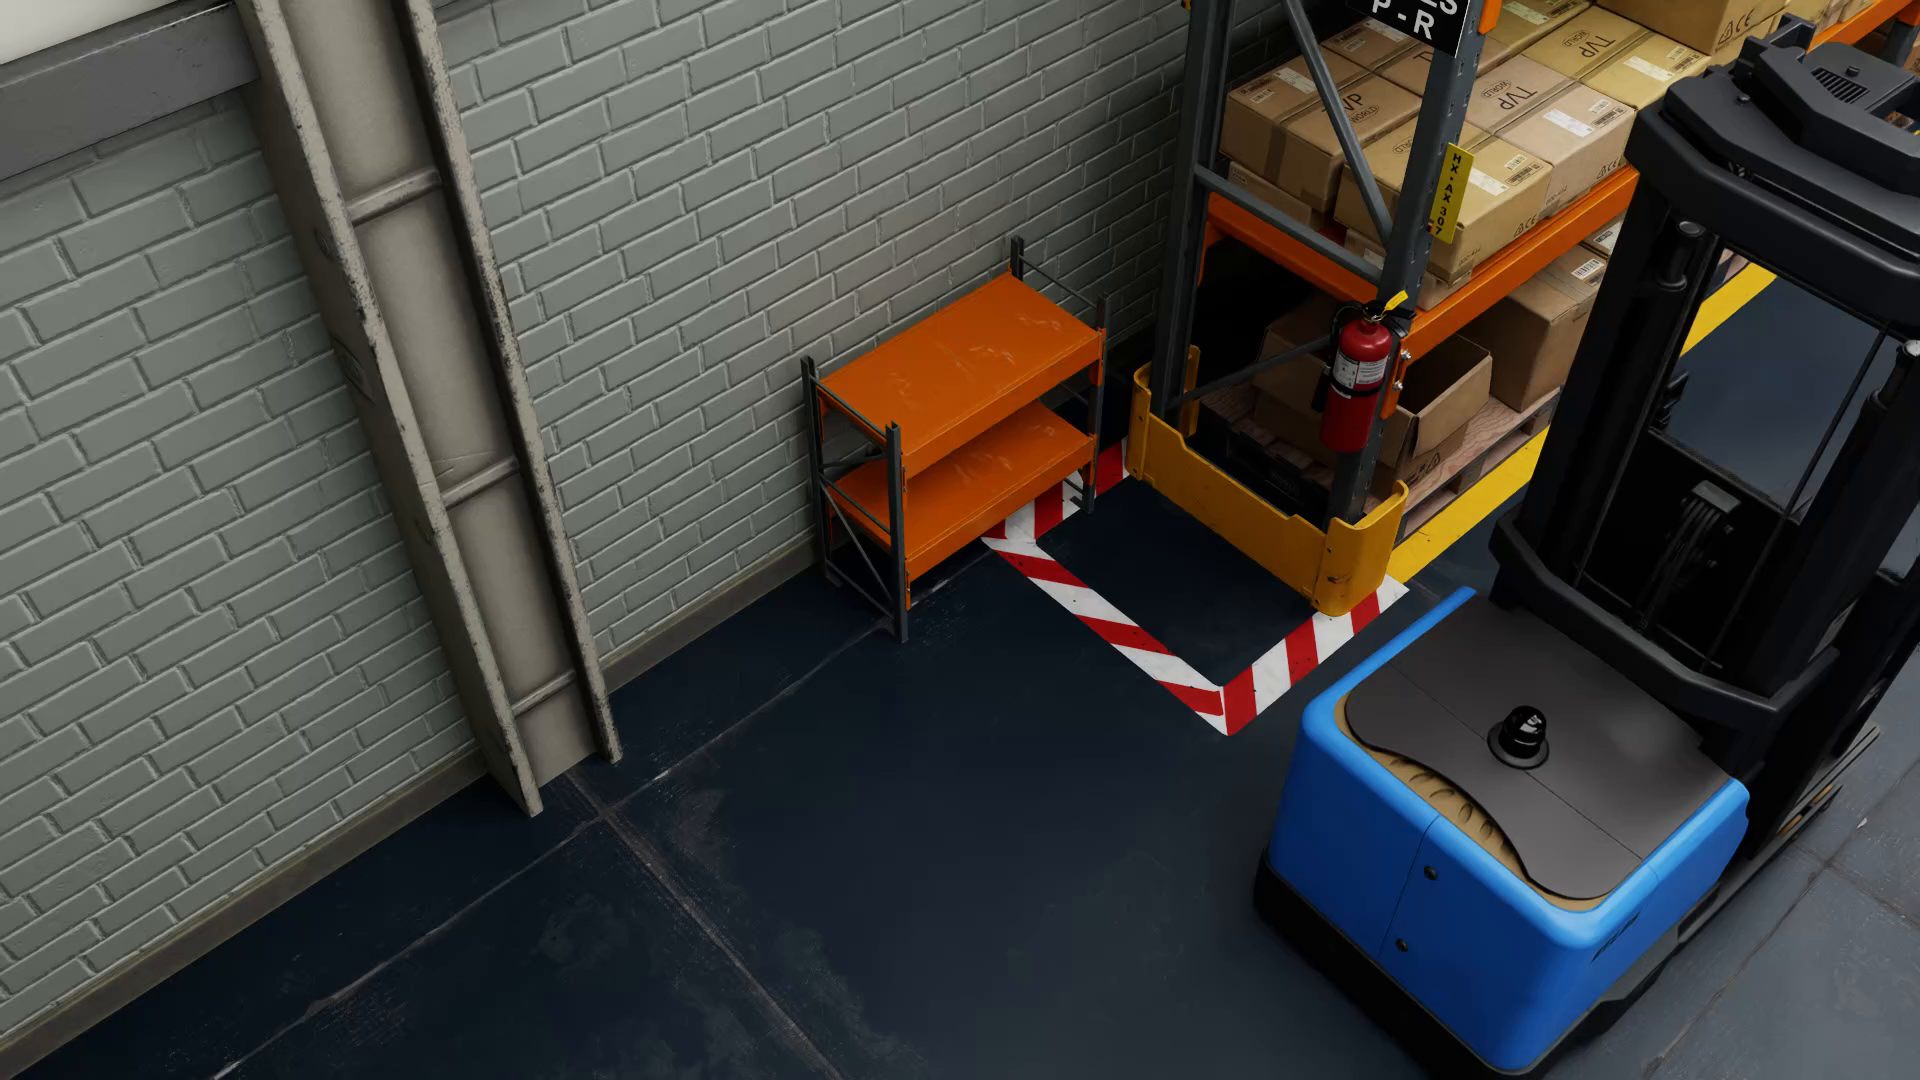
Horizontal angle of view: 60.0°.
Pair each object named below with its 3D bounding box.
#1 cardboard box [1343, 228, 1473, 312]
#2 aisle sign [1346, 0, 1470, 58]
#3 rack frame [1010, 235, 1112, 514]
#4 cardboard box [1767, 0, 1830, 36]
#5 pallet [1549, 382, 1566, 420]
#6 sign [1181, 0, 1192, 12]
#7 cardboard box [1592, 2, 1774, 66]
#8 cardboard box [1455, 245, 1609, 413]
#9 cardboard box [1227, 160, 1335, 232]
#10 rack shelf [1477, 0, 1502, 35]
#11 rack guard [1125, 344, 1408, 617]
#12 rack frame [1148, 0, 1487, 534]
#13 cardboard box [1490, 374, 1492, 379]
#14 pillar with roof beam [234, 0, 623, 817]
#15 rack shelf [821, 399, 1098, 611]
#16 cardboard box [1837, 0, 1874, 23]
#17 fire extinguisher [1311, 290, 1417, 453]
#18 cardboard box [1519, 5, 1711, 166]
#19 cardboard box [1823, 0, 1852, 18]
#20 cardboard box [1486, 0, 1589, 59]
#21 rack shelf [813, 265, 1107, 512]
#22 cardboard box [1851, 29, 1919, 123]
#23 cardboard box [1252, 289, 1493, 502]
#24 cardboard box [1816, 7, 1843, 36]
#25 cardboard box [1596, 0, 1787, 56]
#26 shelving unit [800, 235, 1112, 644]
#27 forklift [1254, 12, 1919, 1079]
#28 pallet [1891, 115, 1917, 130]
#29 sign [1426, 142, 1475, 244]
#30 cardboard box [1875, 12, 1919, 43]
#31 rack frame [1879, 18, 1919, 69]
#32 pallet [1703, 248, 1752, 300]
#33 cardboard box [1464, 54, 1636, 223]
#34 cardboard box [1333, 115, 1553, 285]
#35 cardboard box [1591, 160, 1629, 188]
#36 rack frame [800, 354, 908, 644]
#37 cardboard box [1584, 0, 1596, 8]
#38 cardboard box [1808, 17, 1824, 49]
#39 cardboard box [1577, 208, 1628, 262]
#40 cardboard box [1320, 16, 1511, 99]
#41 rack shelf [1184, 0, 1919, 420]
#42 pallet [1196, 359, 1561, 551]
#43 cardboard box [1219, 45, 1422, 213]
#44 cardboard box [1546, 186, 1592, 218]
[{"bbox_3d":[1.562,-0.991,5.794,0.250,0.149,0.380,-34,56,-27],"label":"cardboard box"},{"bbox_3d":[1.281,-1.751,4.556,0.004,0.787,0.394,-34,56,-27],"label":"aisle sign"},{"bbox_3d":[0.372,-0.630,6.566,0.032,1.125,0.500,-34,56,-27],"label":"rack frame"},{"bbox_3d":[3.142,-2.211,6.649,0.500,0.250,0.500,-34,56,-27],"label":"cardboard box"},{"bbox_3d":[2.682,-1.149,7.667,1.213,0.211,1.003,-34,56,-27],"label":"pallet"},{"bbox_3d":[0.776,-1.874,5.436,0.005,0.325,0.100,-34,56,-27],"label":"sign"},{"bbox_3d":[2.761,-1.957,6.414,0.500,0.250,0.500,-35,56,-28],"label":"cardboard box"},{"bbox_3d":[2.309,-1.010,7.056,0.500,0.500,0.700,-32,55,-26],"label":"cardboard box"},{"bbox_3d":[1.199,-1.287,6.068,0.250,0.149,0.380,-34,56,-28],"label":"cardboard box"},{"bbox_3d":[2.614,-2.825,5.764,4.000,0.370,1.077,-34,56,-27],"label":"rack shelf"},{"bbox_3d":[1.190,-0.253,6.643,0.348,0.500,1.175,-34,56,-27],"label":"rack guard"},{"bbox_3d":[1.134,-1.063,5.690,0.127,3.000,1.000,-34,56,-27],"label":"rack frame"},{"bbox_3d":[1.991,-0.678,6.989,0.250,0.149,0.380,-36,57,-28],"label":"cardboard box"},{"bbox_3d":[1.429,0.087,0.547,0.400,9.000,9.100,-34,56,-27],"label":"pillar with roof beam"},{"bbox_3d":[-0.004,-0.212,6.513,1.000,0.278,0.538,-34,56,-27],"label":"rack shelf"},{"bbox_3d":[3.674,-2.378,7.074,0.250,0.149,0.380,-32,55,-26],"label":"cardboard box"},{"bbox_3d":[1.336,-0.586,5.556,0.183,0.674,0.296,-34,56,-27],"label":"fire extinguisher"},{"bbox_3d":[2.397,-1.692,6.170,0.500,0.250,0.500,-35,56,-28],"label":"cardboard box"},{"bbox_3d":[3.520,-2.450,6.869,0.500,0.250,0.500,-34,56,-27],"label":"cardboard box"},{"bbox_3d":[2.048,-1.981,6.437,0.500,0.250,0.500,-32,55,-26],"label":"cardboard box"},{"bbox_3d":[-0.004,-0.576,6.118,1.000,0.278,0.538,-34,56,-27],"label":"rack shelf"},{"bbox_3d":[4.603,-2.452,8.387,0.500,0.500,0.500,-31,55,-26],"label":"cardboard box"},{"bbox_3d":[1.651,-0.609,6.684,0.637,0.503,0.797,-36,57,-28],"label":"cardboard box"},{"bbox_3d":[3.461,-2.263,6.968,0.250,0.149,0.380,-32,55,-26],"label":"cardboard box"},{"bbox_3d":[2.761,-2.187,6.116,0.500,0.500,0.500,-32,55,-26],"label":"cardboard box"},{"bbox_3d":[-0.004,-0.378,6.333,1.048,1.125,0.538,-34,56,-27],"label":"shelving unit"},{"bbox_3d":[2.437,-0.190,4.931,3.031,2.935,1.130,-32,55,-26],"label":"forklift"},{"bbox_3d":[4.670,-2.517,8.929,1.213,0.211,1.003,-34,56,-27],"label":"pallet"},{"bbox_3d":[1.499,-1.061,5.099,0.005,0.325,0.100,-34,56,-27],"label":"sign"},{"bbox_3d":[4.538,-2.588,8.071,0.250,0.149,0.380,-31,55,-26],"label":"cardboard box"},{"bbox_3d":[4.094,-3.040,7.514,0.127,3.000,1.000,-34,56,-27],"label":"rack frame"},{"bbox_3d":[3.585,-1.756,8.227,1.213,0.211,1.003,-34,56,-27],"label":"pallet"},{"bbox_3d":[2.024,-1.440,5.937,0.500,0.250,0.500,-33,55,-27],"label":"cardboard box"},{"bbox_3d":[1.651,-1.191,5.707,0.500,0.250,0.500,-33,56,-27],"label":"cardboard box"},{"bbox_3d":[2.311,-1.517,6.279,0.250,0.149,0.380,-33,55,-27],"label":"cardboard box"},{"bbox_3d":[-0.379,-0.126,6.101,0.032,1.125,0.500,-34,56,-27],"label":"rack frame"},{"bbox_3d":[2.435,-2.239,6.675,0.500,0.250,0.500,-34,56,-27],"label":"cardboard box"},{"bbox_3d":[3.291,-2.122,6.838,0.250,0.149,0.380,-35,56,-28],"label":"cardboard box"},{"bbox_3d":[2.768,-1.217,7.247,0.500,0.500,0.500,-33,55,-27],"label":"cardboard box"},{"bbox_3d":[1.678,-1.739,6.213,0.500,0.250,0.500,-34,56,-27],"label":"cardboard box"},{"bbox_3d":[2.614,-1.808,6.866,4.000,0.370,1.077,-34,56,-27],"label":"rack shelf"},{"bbox_3d":[1.780,-0.549,7.113,1.213,0.211,1.003,-34,56,-27],"label":"pallet"},{"bbox_3d":[1.296,-1.484,5.978,0.500,0.250,0.500,-32,55,-26],"label":"cardboard box"},{"bbox_3d":[2.118,-1.382,6.155,0.250,0.149,0.380,-32,55,-26],"label":"cardboard box"}]
